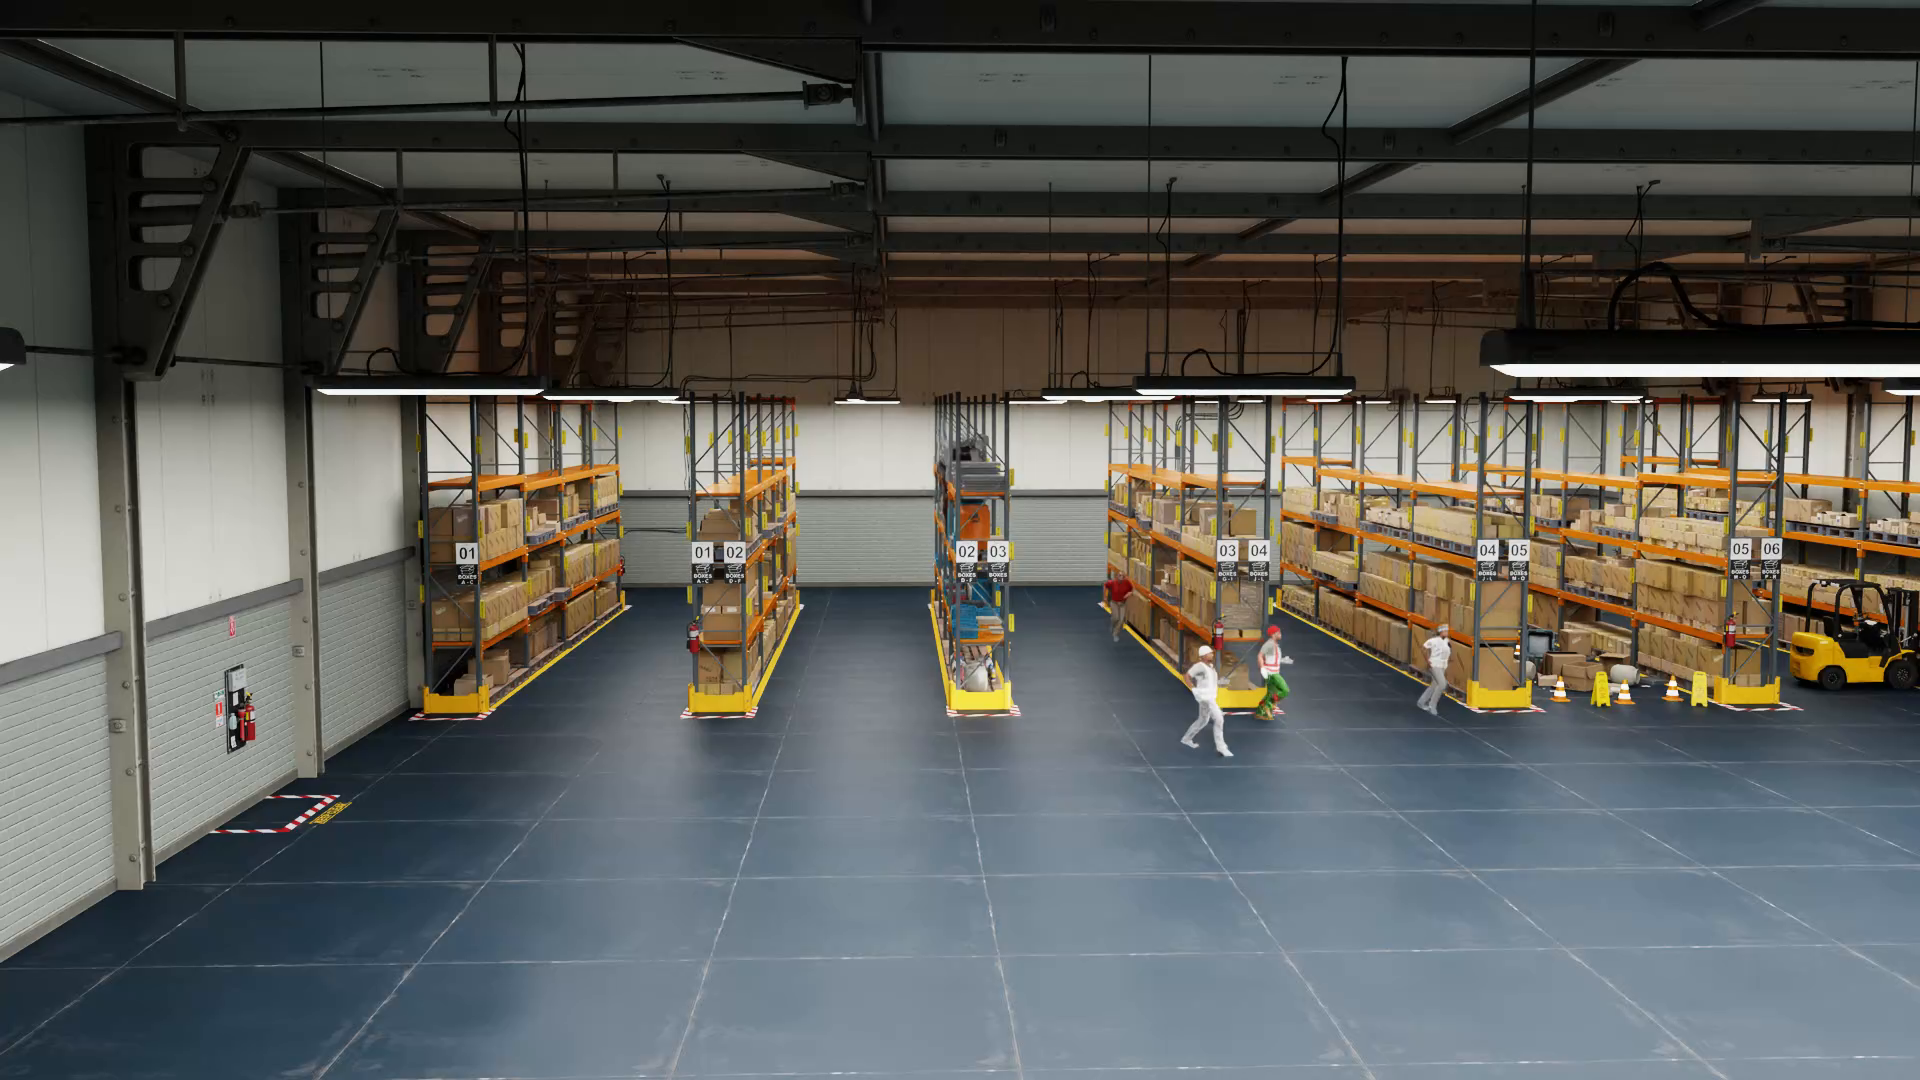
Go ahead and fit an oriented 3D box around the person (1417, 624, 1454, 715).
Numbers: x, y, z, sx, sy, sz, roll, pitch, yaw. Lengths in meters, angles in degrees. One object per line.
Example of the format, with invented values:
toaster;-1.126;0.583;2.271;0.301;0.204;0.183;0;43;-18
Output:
person;8.944;2.416;31.186;0.611;1.678;0.696;-4;6;-39

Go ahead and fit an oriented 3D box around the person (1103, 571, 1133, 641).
person;3.677;1.534;38.522;0.650;1.665;0.735;-1;5;-11

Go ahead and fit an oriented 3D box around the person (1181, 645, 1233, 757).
person;4.078;2.642;27.417;0.906;1.805;0.691;2;5;20

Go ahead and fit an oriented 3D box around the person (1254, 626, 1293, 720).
person;5.712;2.423;30.287;0.665;1.727;0.652;1;5;17
